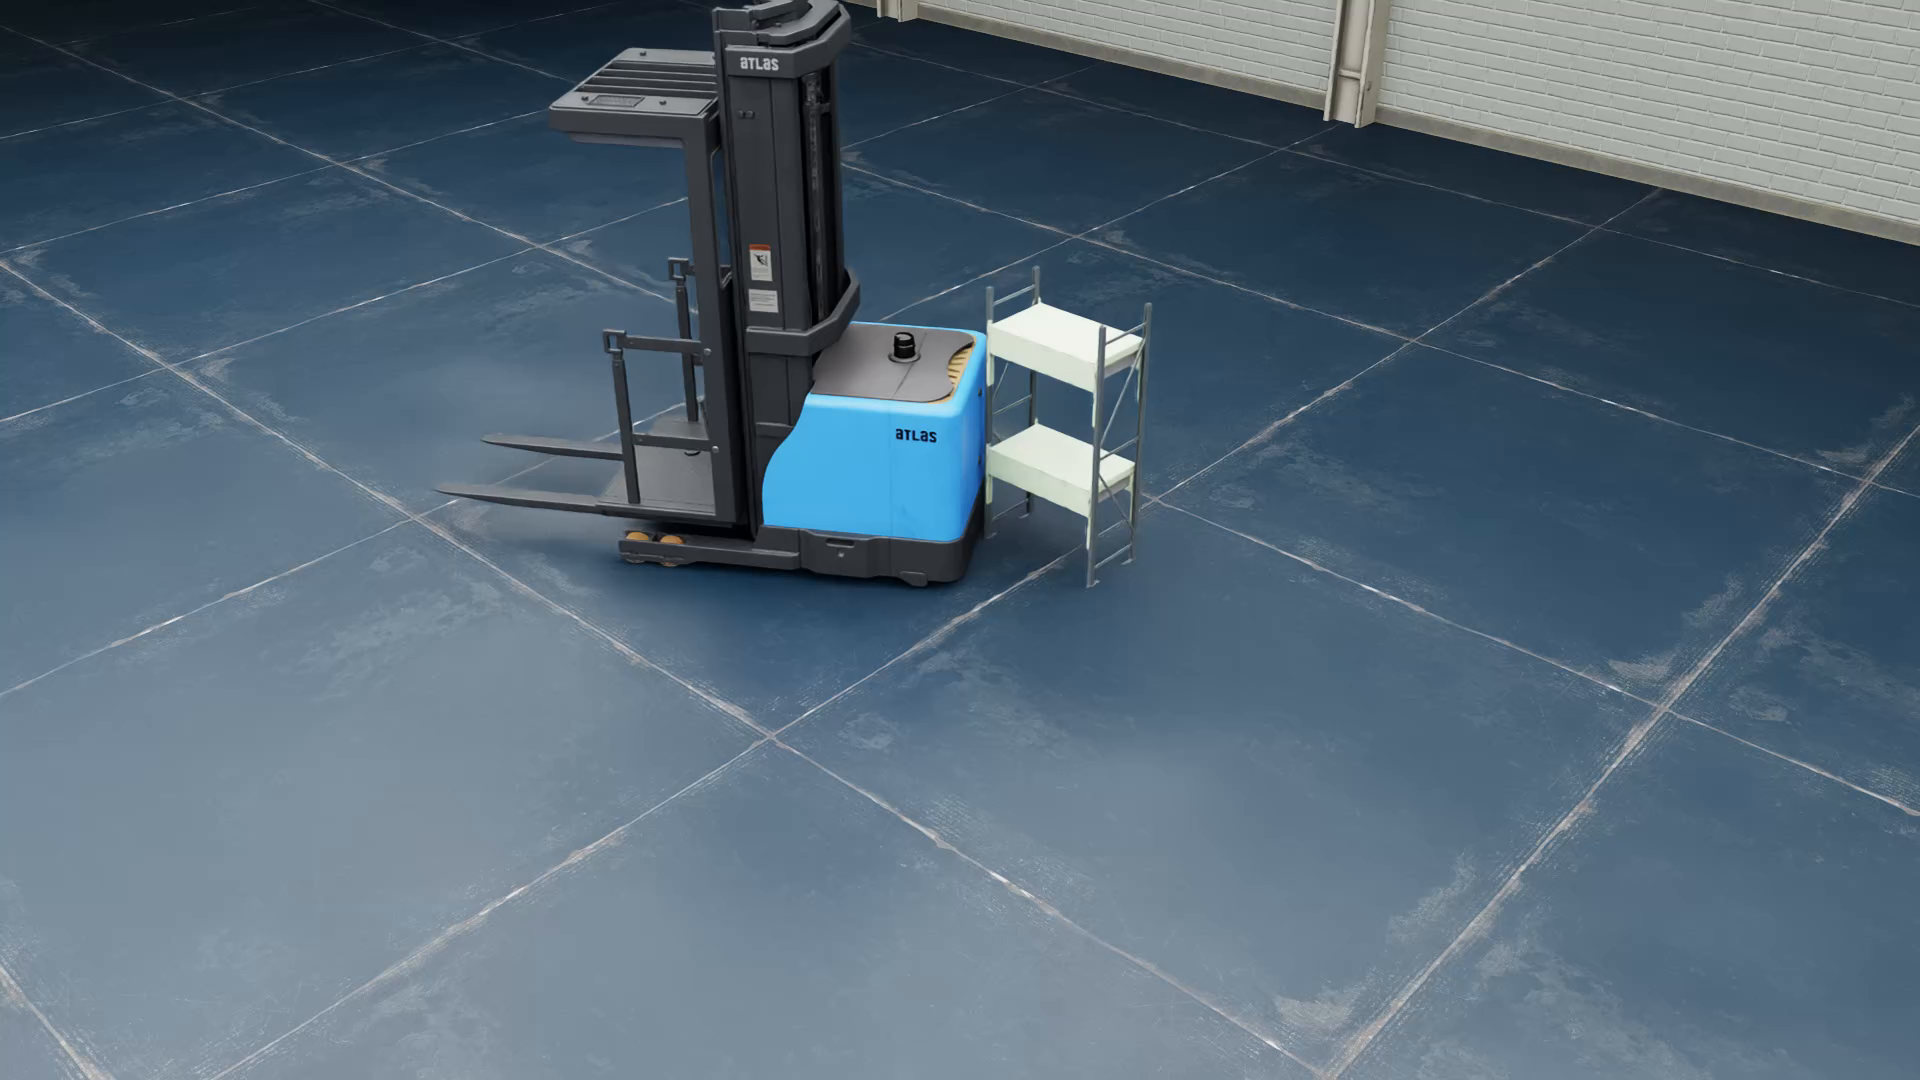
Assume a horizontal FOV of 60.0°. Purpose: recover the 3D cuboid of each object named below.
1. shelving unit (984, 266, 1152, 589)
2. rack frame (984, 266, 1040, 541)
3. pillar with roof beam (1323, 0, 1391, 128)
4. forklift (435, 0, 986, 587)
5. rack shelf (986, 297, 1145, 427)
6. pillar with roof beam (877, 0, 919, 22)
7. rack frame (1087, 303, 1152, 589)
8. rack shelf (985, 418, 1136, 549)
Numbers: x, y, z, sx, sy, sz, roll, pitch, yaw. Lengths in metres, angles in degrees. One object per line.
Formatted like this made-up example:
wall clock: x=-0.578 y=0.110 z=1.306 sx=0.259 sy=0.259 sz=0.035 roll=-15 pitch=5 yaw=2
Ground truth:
shelving unit: x=0.546 y=-0.591 z=8.777 sx=0.755 sy=1.500 sz=0.431 roll=25 pitch=39 yaw=35
rack frame: x=0.276 y=-0.718 z=8.989 sx=0.023 sy=1.500 sz=0.400 roll=25 pitch=39 yaw=35
pillar with roof beam: x=0.840 y=-6.227 z=10.869 sx=0.400 sy=9.000 sz=9.100 roll=25 pitch=39 yaw=35
forklift: x=-1.388 y=-1.372 z=8.687 sx=3.031 sy=2.935 sz=1.130 roll=5 pitch=31 yaw=9
rack shelf: x=0.546 y=-0.925 z=8.576 sx=0.720 sy=0.370 sz=0.431 roll=25 pitch=39 yaw=35
pillar with roof beam: x=-3.609 y=-8.304 z=14.319 sx=0.400 sy=9.000 sz=9.100 roll=25 pitch=39 yaw=35
rack frame: x=0.815 y=-0.463 z=8.565 sx=0.023 sy=1.500 sz=0.400 roll=25 pitch=39 yaw=35
rack shelf: x=0.546 y=-0.311 z=8.945 sx=0.720 sy=0.370 sz=0.431 roll=25 pitch=39 yaw=35
